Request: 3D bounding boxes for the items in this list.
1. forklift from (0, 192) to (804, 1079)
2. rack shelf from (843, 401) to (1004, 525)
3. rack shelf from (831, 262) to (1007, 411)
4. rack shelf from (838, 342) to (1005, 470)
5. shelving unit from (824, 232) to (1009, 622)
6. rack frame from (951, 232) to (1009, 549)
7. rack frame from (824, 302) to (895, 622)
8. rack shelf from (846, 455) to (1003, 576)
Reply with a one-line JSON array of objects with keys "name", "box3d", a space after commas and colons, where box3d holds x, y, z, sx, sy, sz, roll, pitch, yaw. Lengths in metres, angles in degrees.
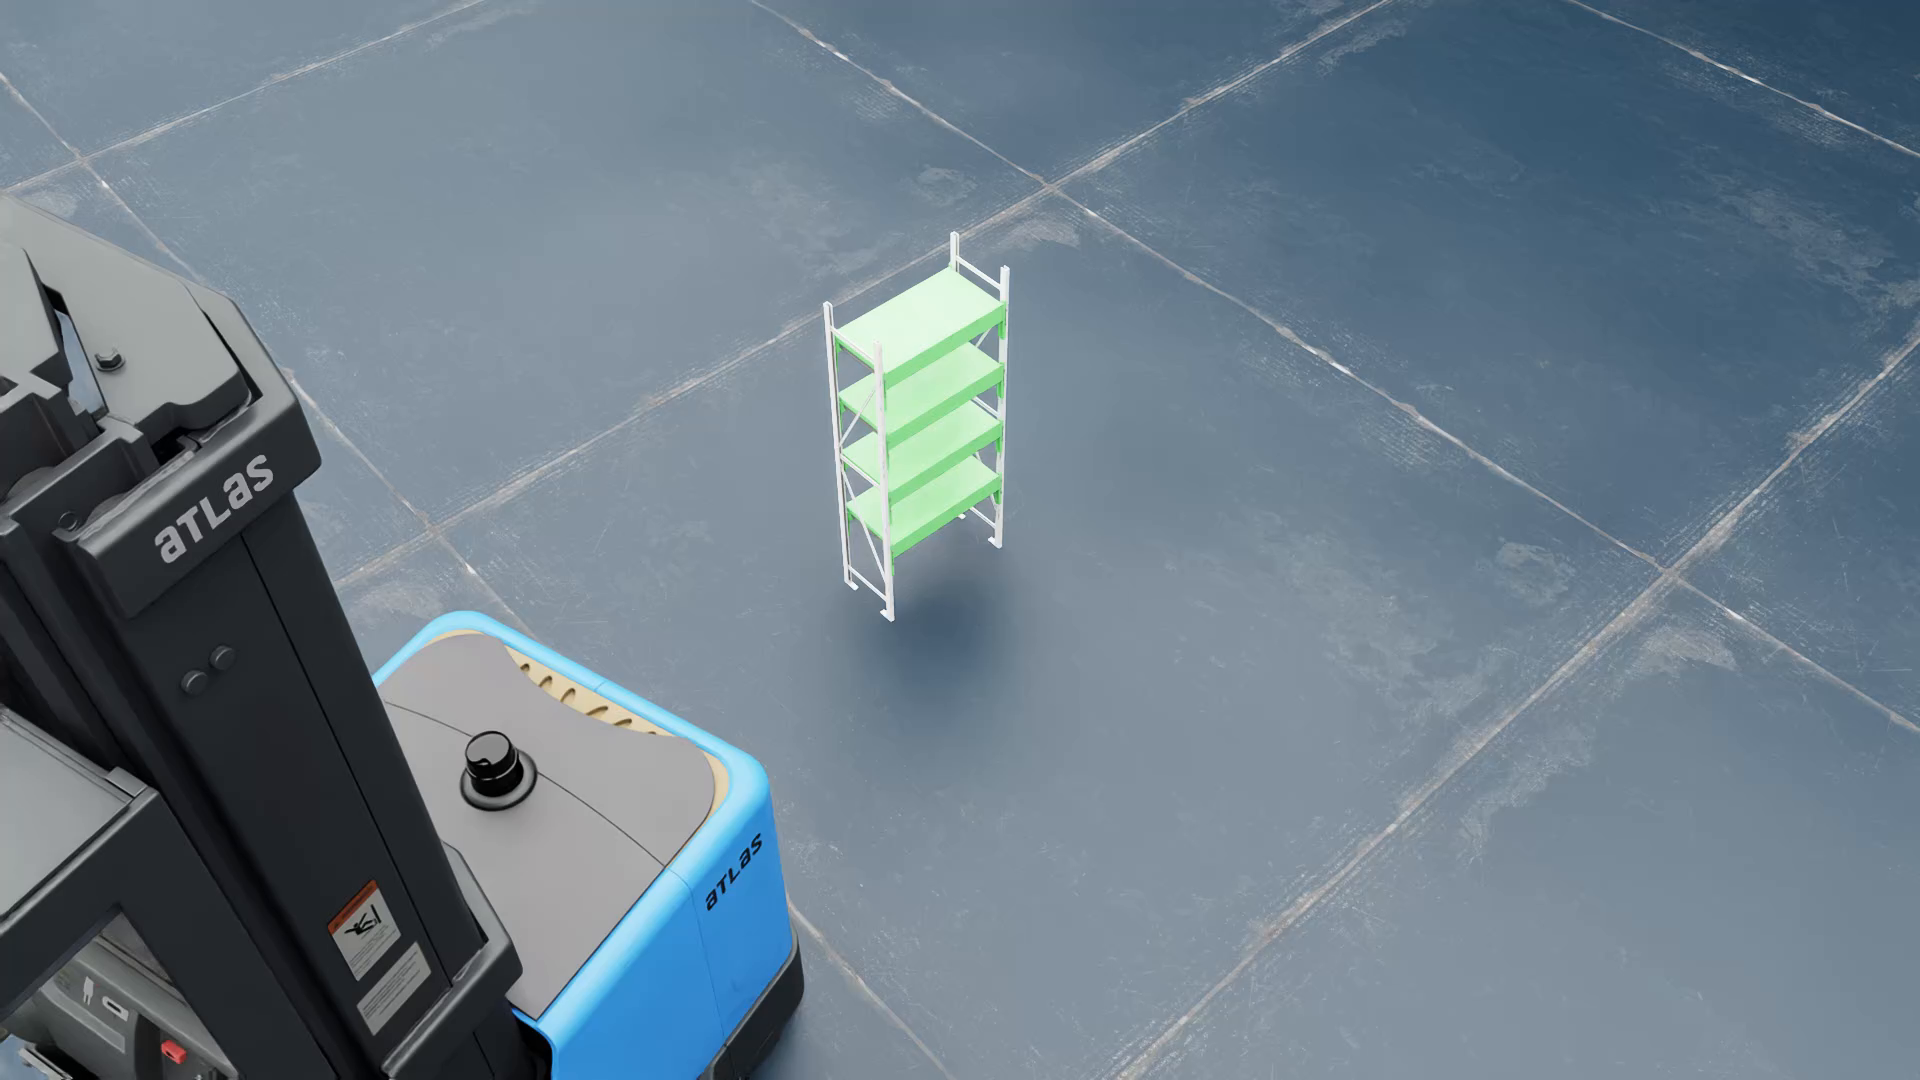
[{"name": "forklift", "box3d": [-1.621, 0.996, 2.837, 1.130, 2.935, 3.031, 24, 52, 21]}, {"name": "rack shelf", "box3d": [-0.122, -0.282, 5.280, 0.480, 0.148, 0.258, -34, 56, -27]}, {"name": "rack shelf", "box3d": [-0.122, -0.607, 4.928, 0.480, 0.148, 0.258, -34, 56, -27]}, {"name": "rack shelf", "box3d": [-0.122, -0.444, 5.104, 0.480, 0.148, 0.258, -34, 56, -27]}, {"name": "shelving unit", "box3d": [-0.122, -0.325, 5.234, 0.503, 1.200, 0.258, -34, 56, -27]}, {"name": "rack frame", "box3d": [0.058, -0.446, 5.345, 0.015, 1.200, 0.240, -34, 56, -27]}, {"name": "rack frame", "box3d": [-0.303, -0.204, 5.122, 0.015, 1.200, 0.240, -34, 56, -27]}, {"name": "rack shelf", "box3d": [-0.122, -0.119, 5.457, 0.480, 0.148, 0.258, -34, 56, -27]}]
